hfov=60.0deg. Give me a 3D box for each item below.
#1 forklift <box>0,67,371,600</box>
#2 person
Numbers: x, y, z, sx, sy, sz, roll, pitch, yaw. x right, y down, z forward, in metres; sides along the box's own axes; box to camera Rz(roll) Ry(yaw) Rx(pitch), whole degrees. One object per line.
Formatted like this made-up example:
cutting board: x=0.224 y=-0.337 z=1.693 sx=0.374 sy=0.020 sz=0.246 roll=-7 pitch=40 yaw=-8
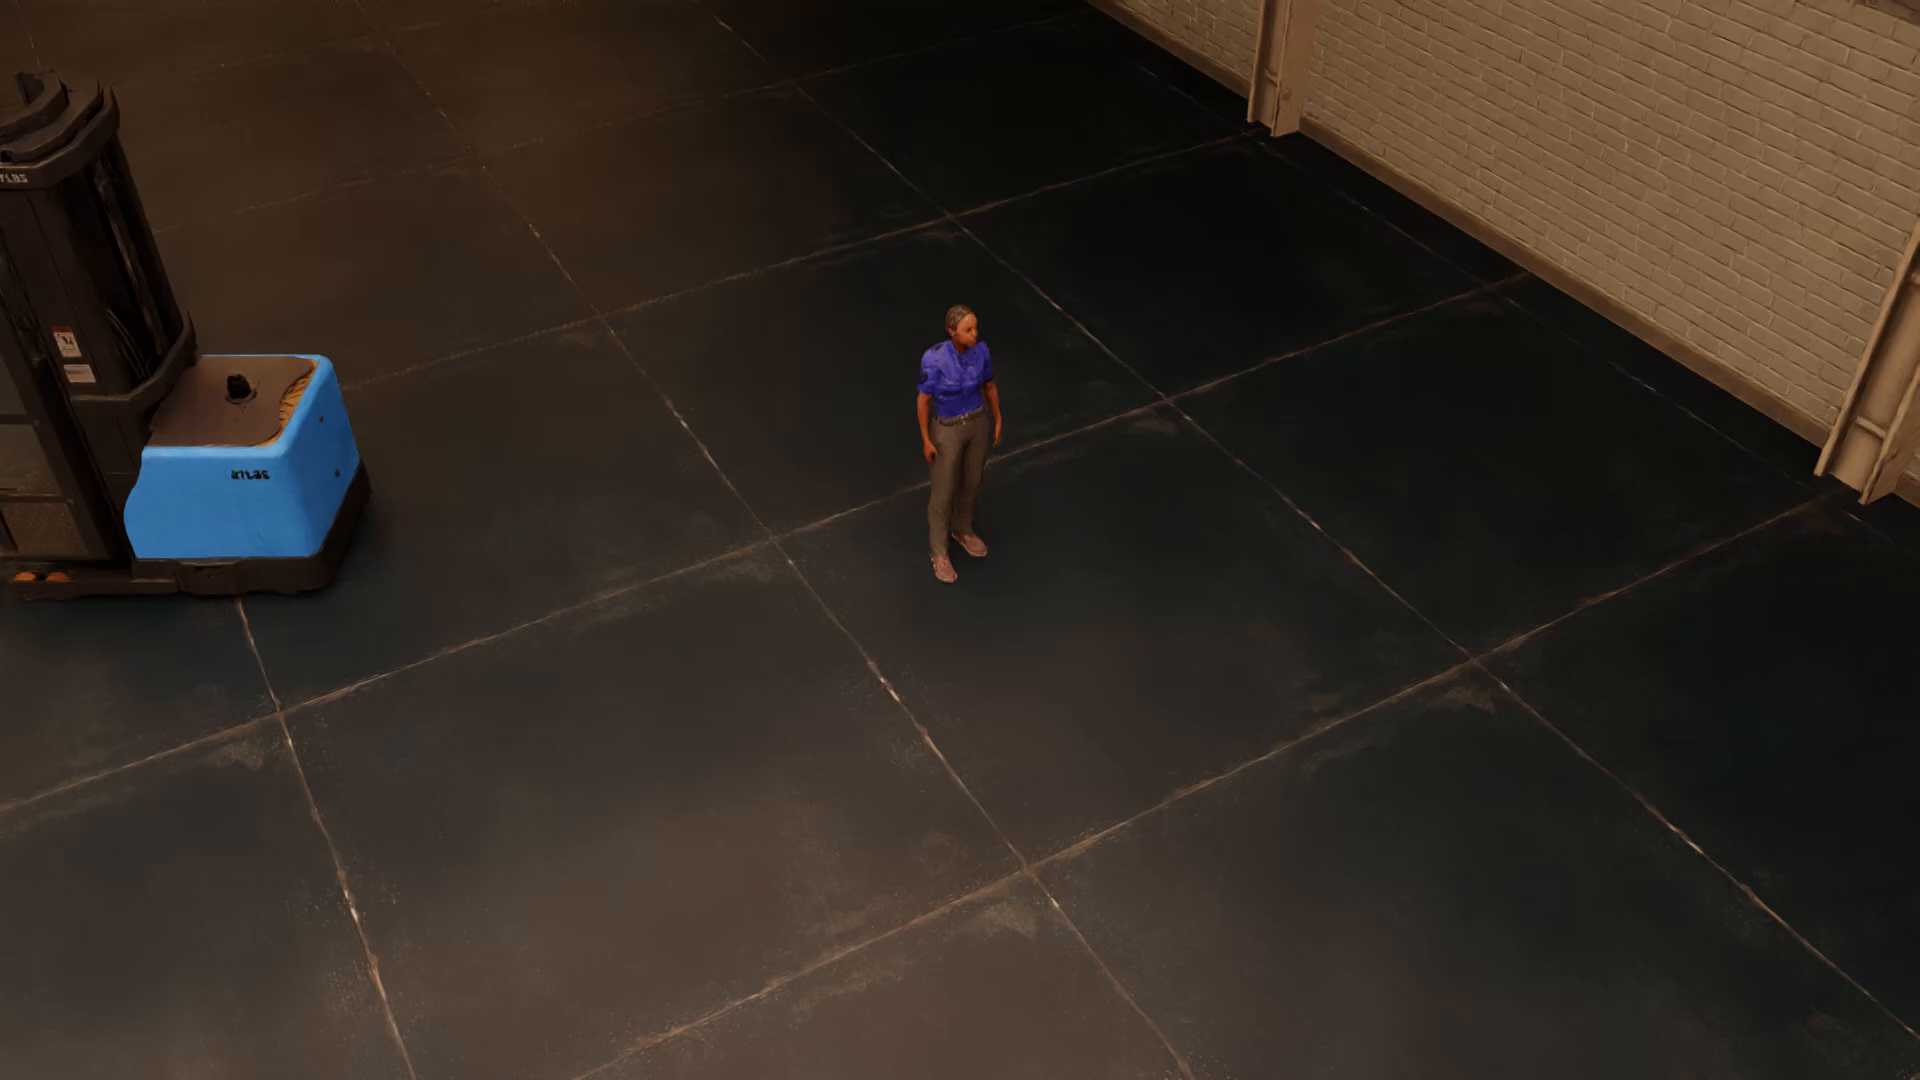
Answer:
forklift: x=-5.267 y=-1.112 z=9.376 sx=3.031 sy=2.935 sz=1.130 roll=0 pitch=40 yaw=0
person: x=0.027 y=-0.583 z=9.737 sx=0.570 sy=1.642 sz=0.503 roll=-20 pitch=44 yaw=-23
